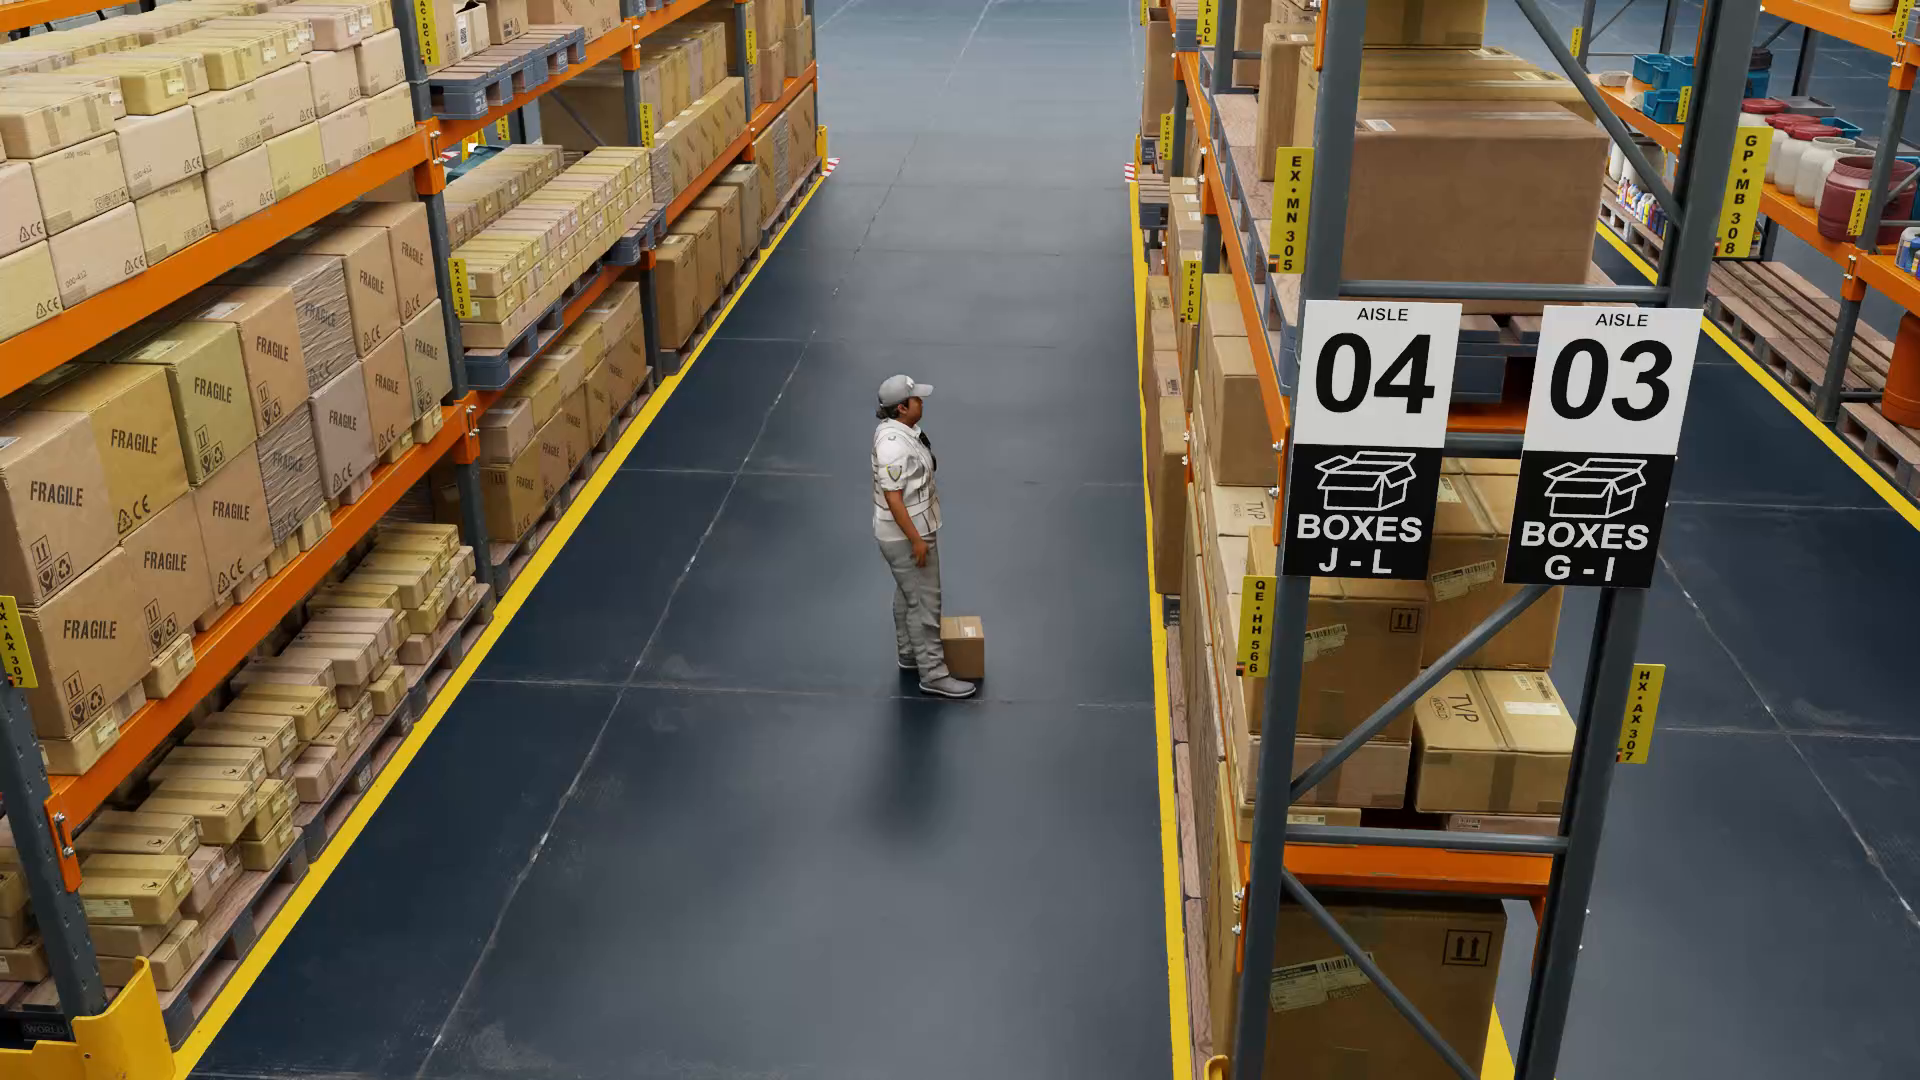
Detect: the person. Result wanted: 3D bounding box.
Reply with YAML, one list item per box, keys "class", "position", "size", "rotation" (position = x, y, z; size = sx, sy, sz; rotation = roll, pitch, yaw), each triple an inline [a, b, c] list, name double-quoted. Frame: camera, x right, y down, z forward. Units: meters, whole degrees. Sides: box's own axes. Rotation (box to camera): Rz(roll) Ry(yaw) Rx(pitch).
- class: "person"
  position: [-0.190, -0.044, 8.673]
  size: [0.529, 1.670, 0.598]
  rotation: [-1, 25, -2]
